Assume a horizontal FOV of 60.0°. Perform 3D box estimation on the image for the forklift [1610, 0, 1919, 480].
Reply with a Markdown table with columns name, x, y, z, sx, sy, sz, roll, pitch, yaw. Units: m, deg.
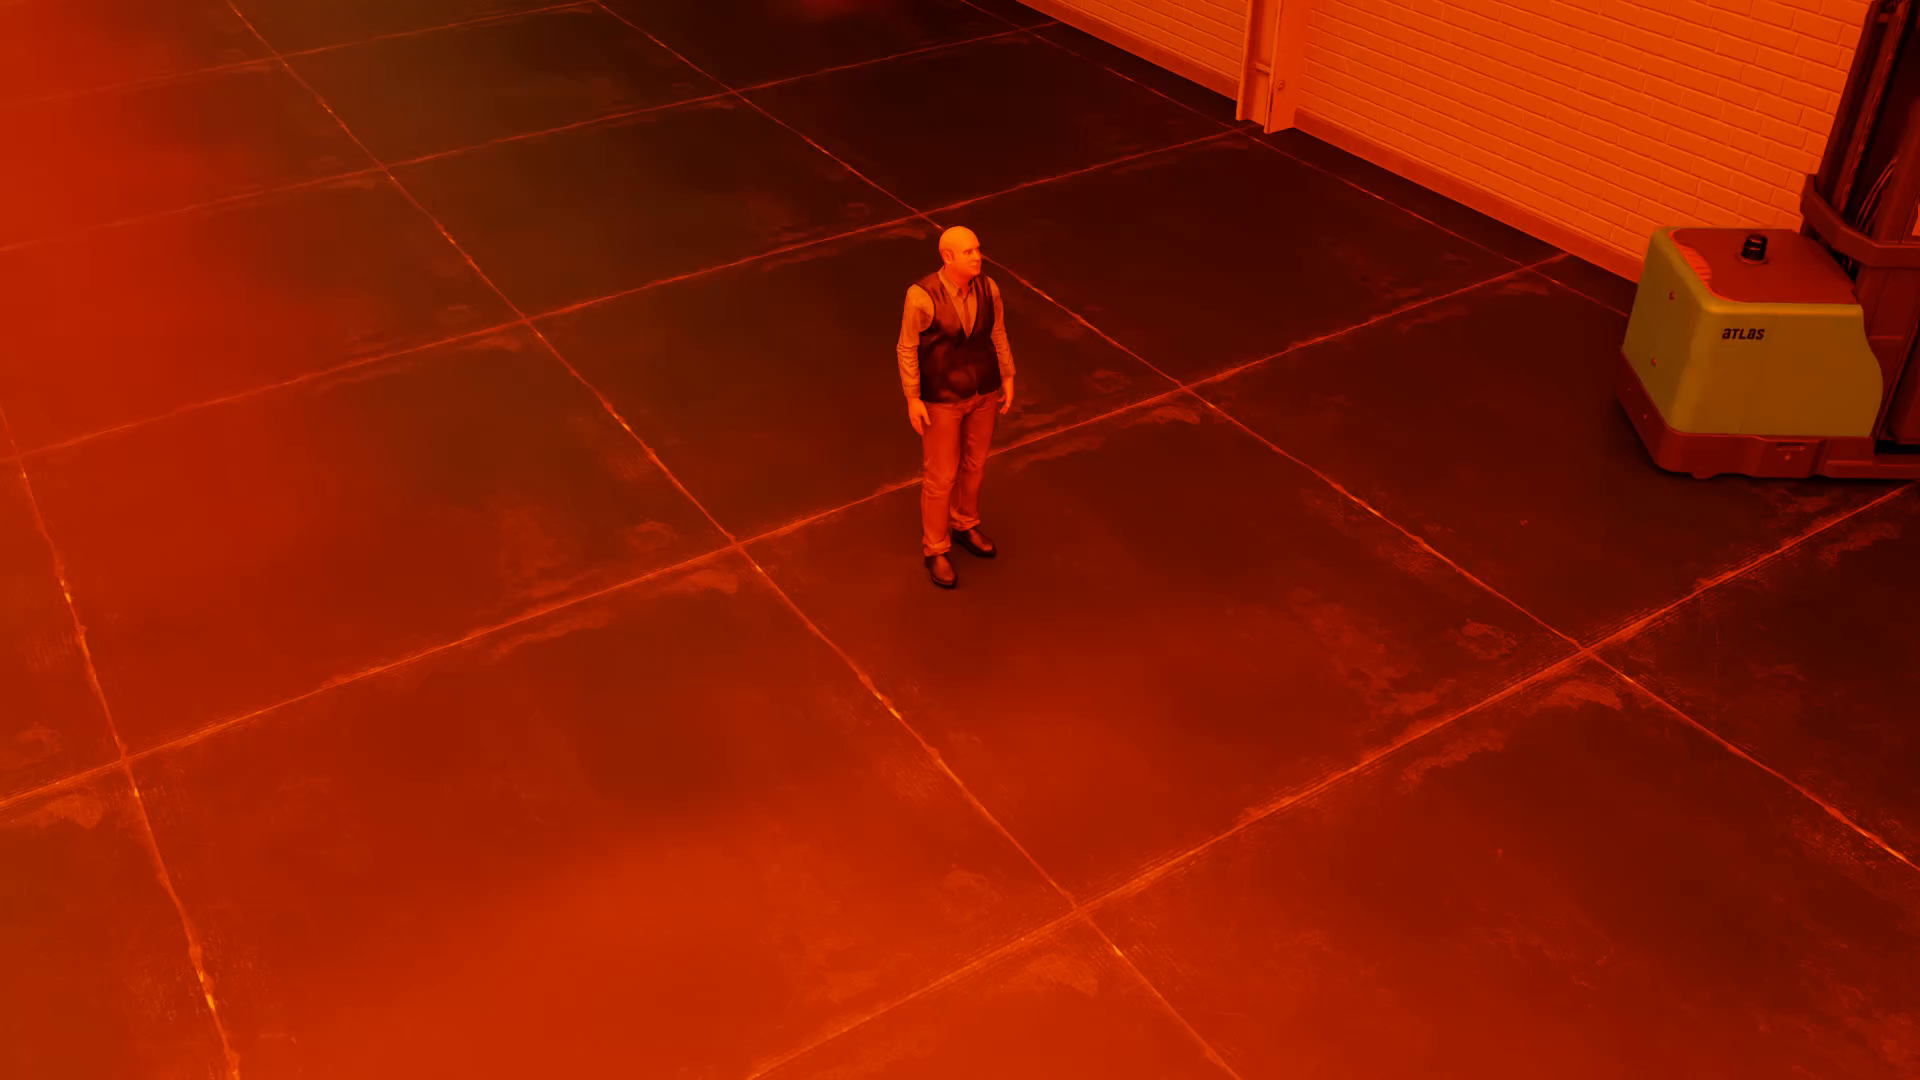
| name | x | y | z | sx | sy | sz | roll | pitch | yaw |
| --- | --- | --- | --- | --- | --- | --- | --- | --- | --- |
| forklift | 5.362 | -1.784 | 8.686 | 3.031 | 2.935 | 1.130 | 1 | 35 | 2 |

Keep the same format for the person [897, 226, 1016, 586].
| name | x | y | z | sx | sy | sz | roll | pitch | yaw |
| --- | --- | --- | --- | --- | --- | --- | --- | --- | --- |
| person | 0.027 | -0.678 | 8.152 | 0.632 | 1.720 | 0.568 | -21 | 40 | -27 |
